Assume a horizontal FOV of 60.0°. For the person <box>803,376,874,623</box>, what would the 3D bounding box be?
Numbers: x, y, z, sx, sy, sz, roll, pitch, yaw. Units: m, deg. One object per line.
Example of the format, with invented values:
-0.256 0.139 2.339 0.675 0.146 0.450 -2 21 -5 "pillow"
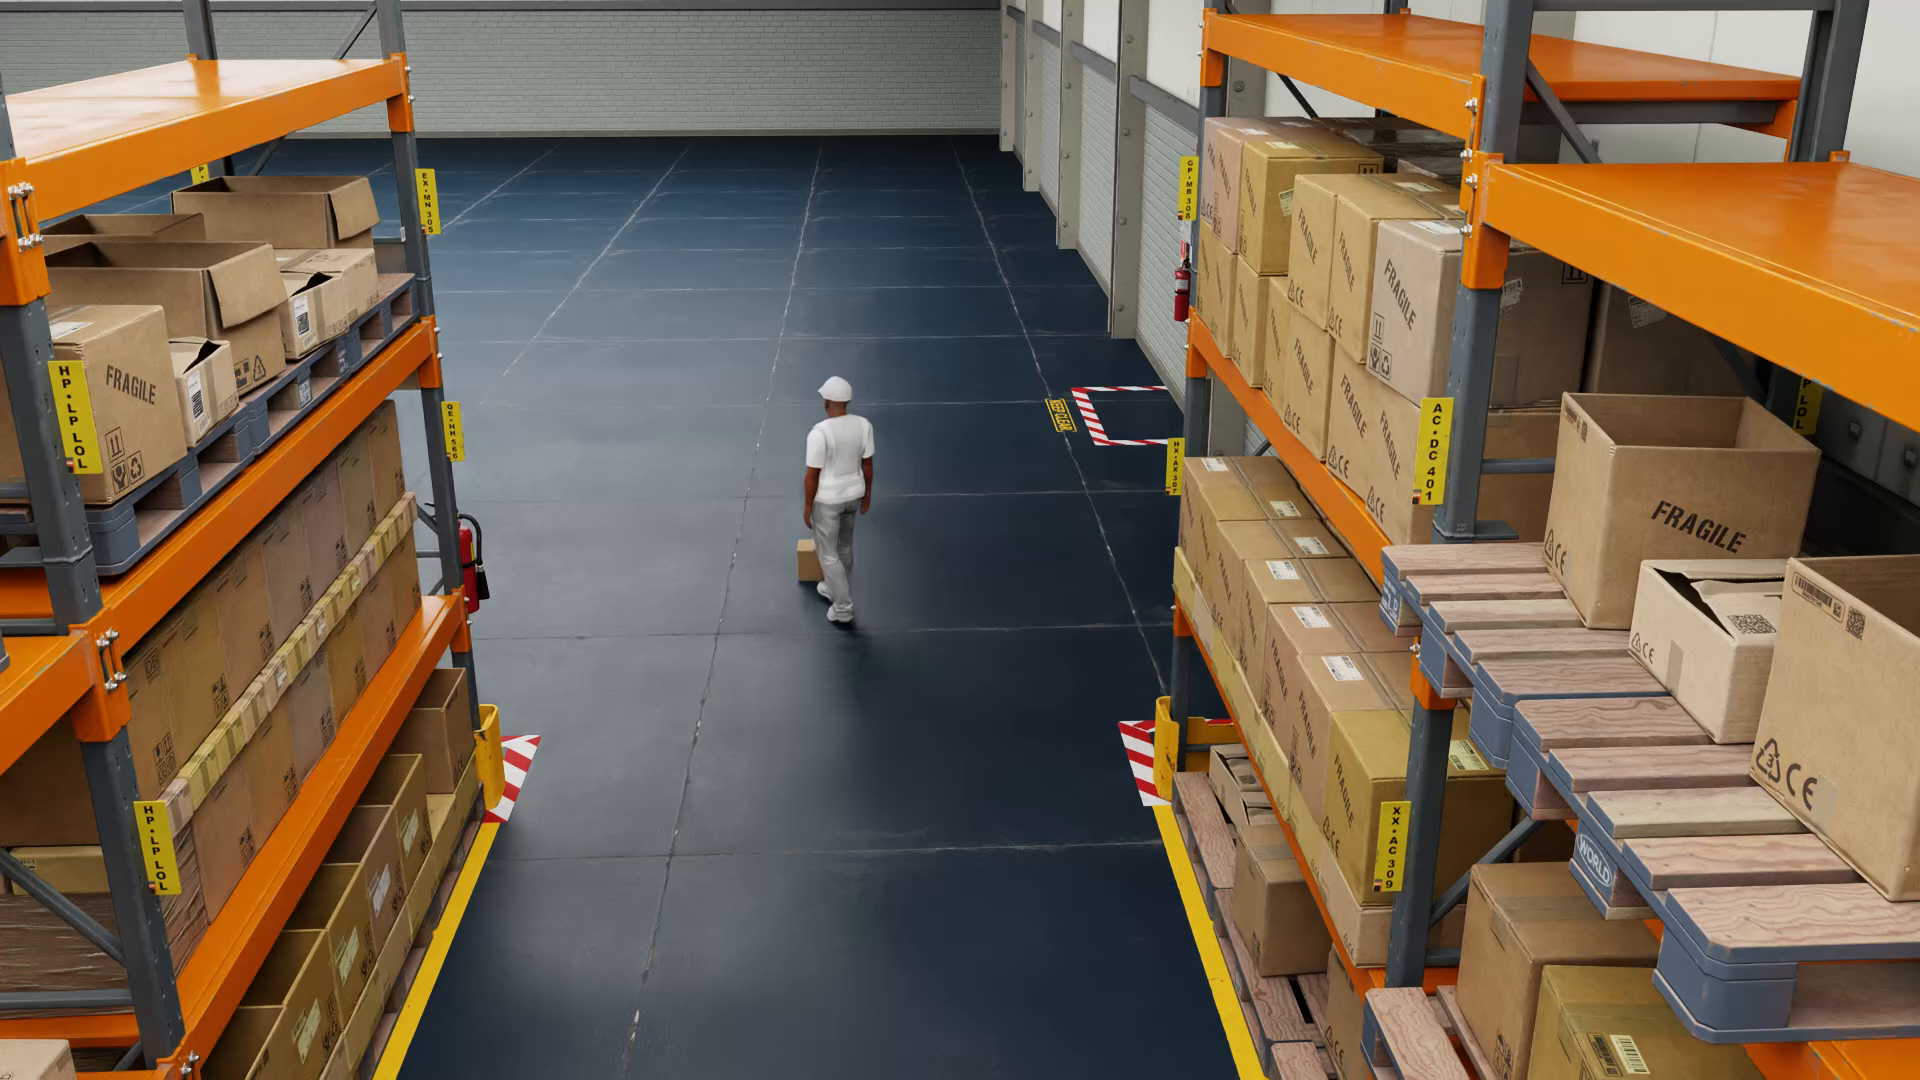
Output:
-0.898 -0.309 11.876 0.577 1.768 0.736 -18 27 -40 "person"
